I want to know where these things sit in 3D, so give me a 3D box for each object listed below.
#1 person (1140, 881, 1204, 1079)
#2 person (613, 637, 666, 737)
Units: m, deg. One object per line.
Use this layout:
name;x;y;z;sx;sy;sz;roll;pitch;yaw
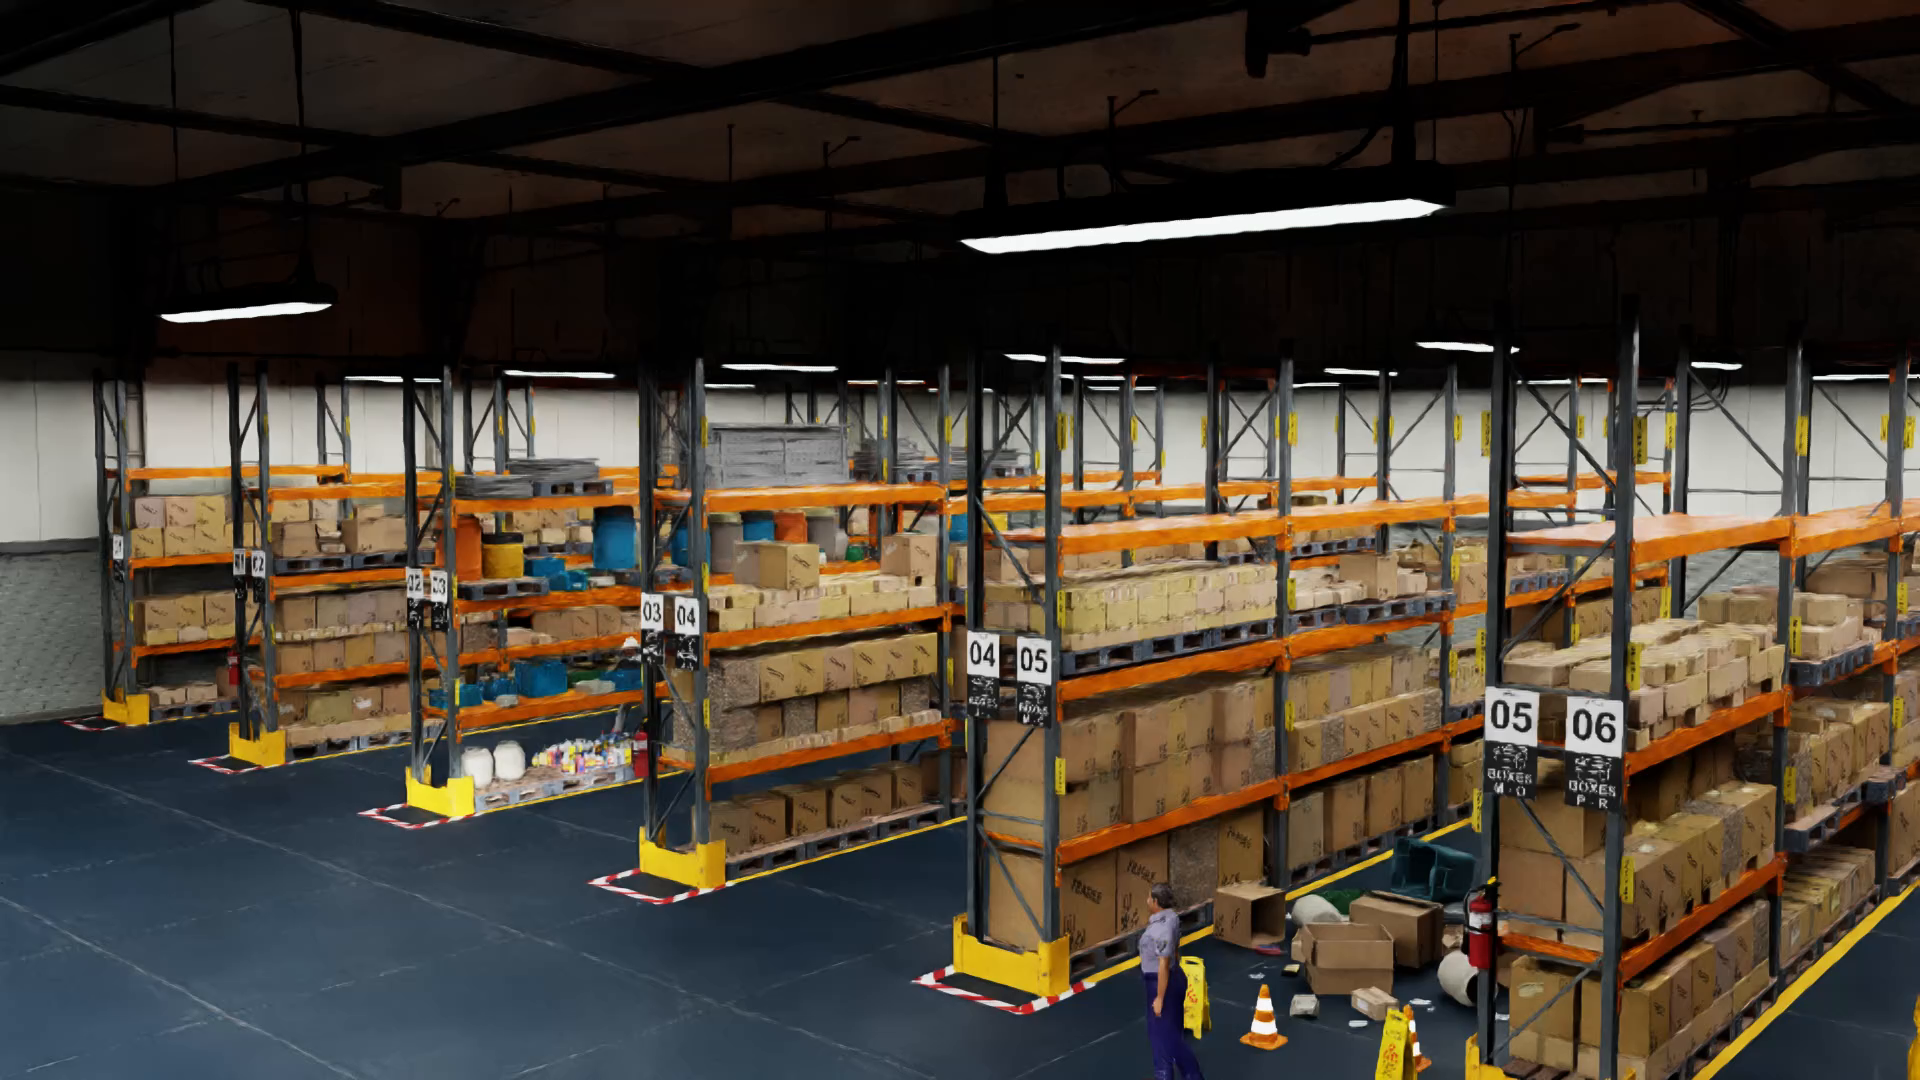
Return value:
person;1.622;3.426;12.651;0.534;1.639;0.597;1;4;13
person;-5.129;2.375;26.253;0.543;1.700;1.119;3;5;39
